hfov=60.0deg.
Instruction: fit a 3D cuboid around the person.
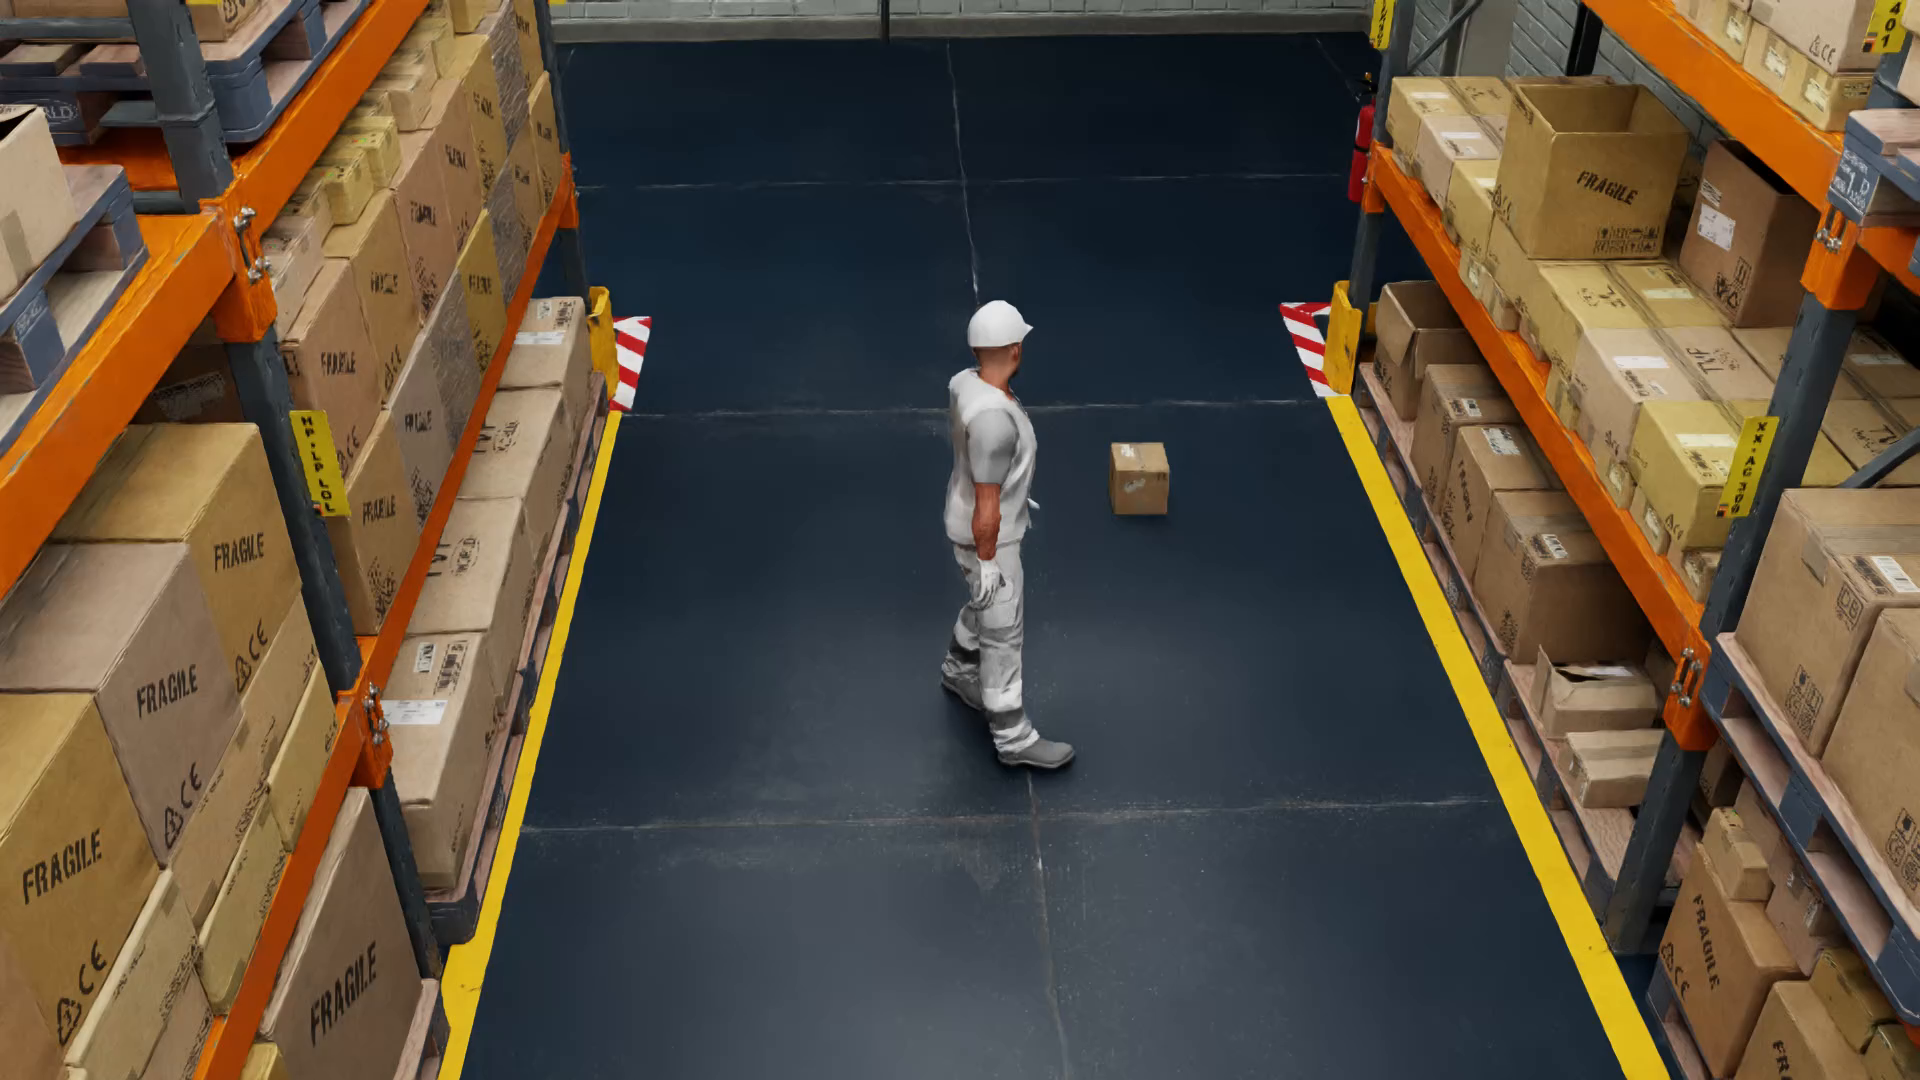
[{"bbox_3d":[0.184,-0.014,6.169,0.546,1.770,0.652,2,35,2],"label":"person"}]
